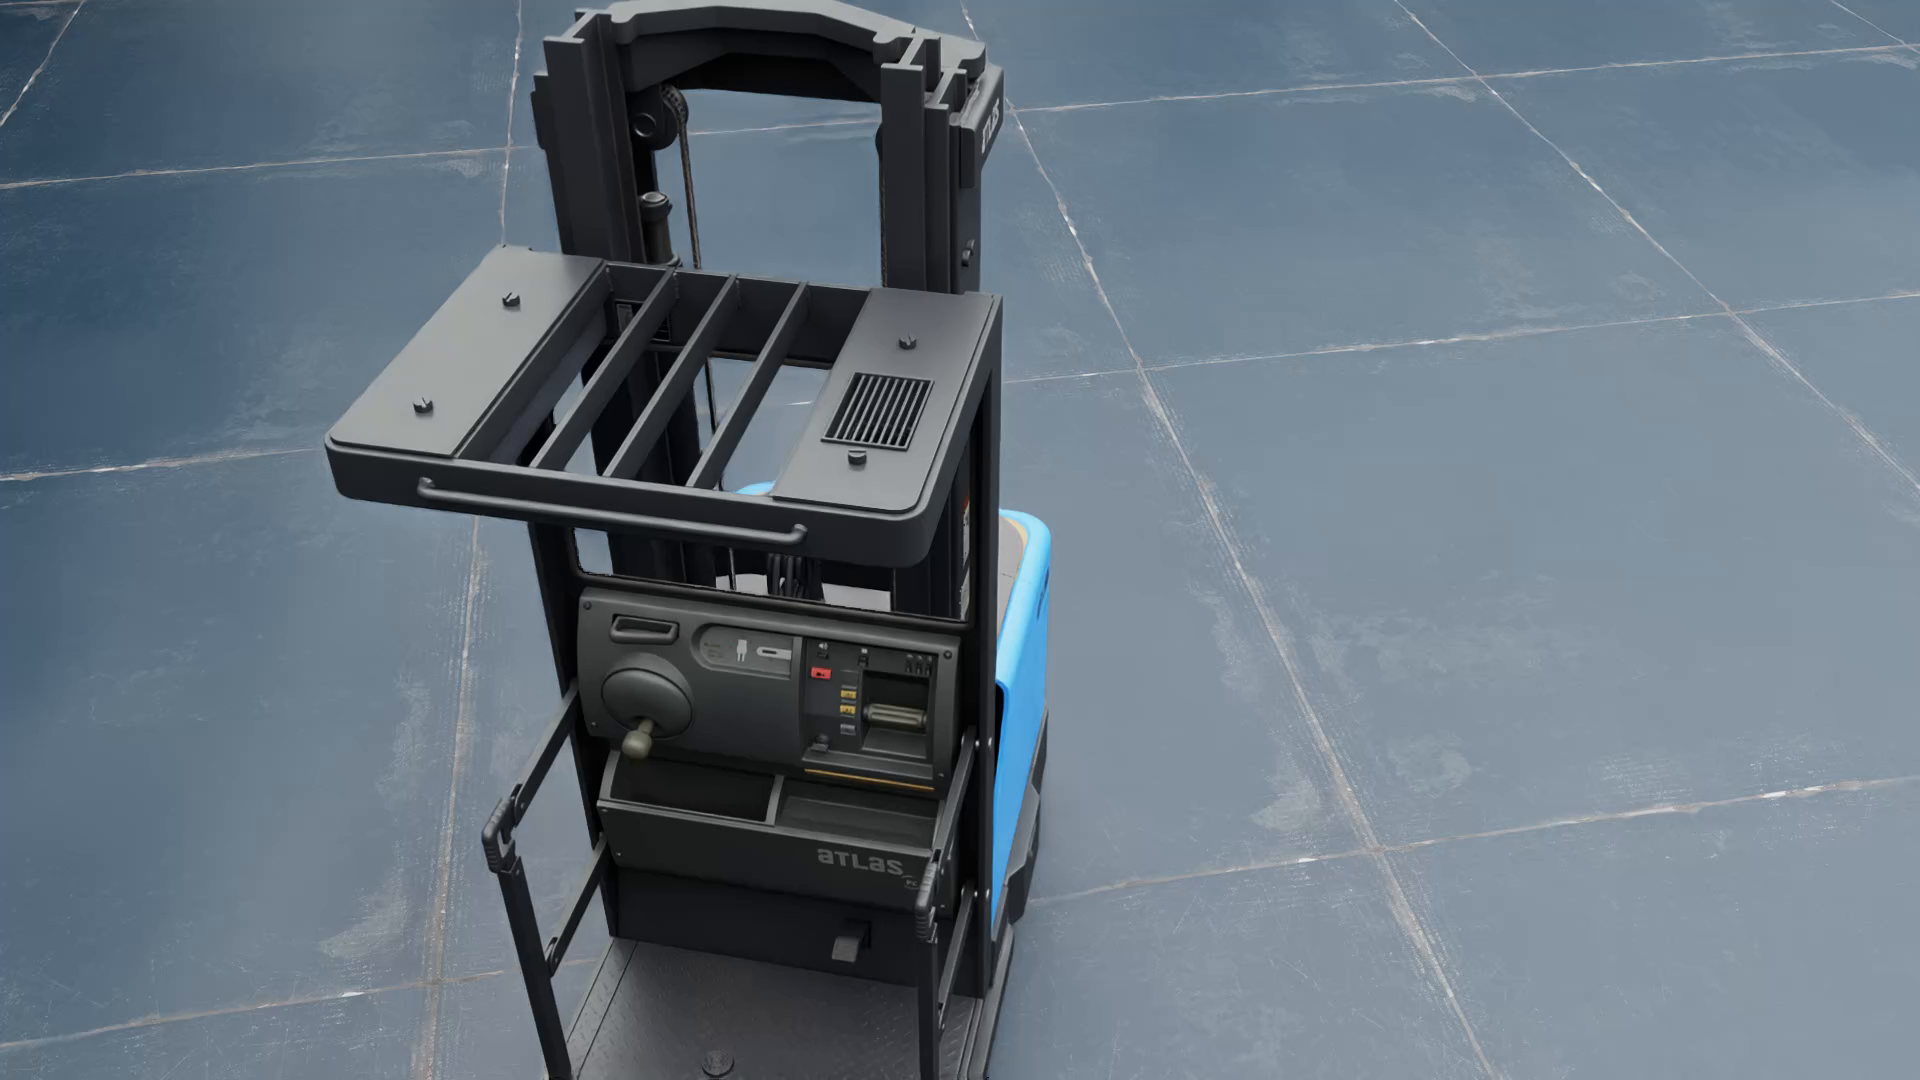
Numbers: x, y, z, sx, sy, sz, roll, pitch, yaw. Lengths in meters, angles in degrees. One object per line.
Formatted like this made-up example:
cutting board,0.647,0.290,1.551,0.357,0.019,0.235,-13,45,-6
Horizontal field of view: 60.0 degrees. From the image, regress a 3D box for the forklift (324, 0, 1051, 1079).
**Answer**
forklift,-0.505,0.437,3.799,1.130,2.935,3.031,7,38,9
